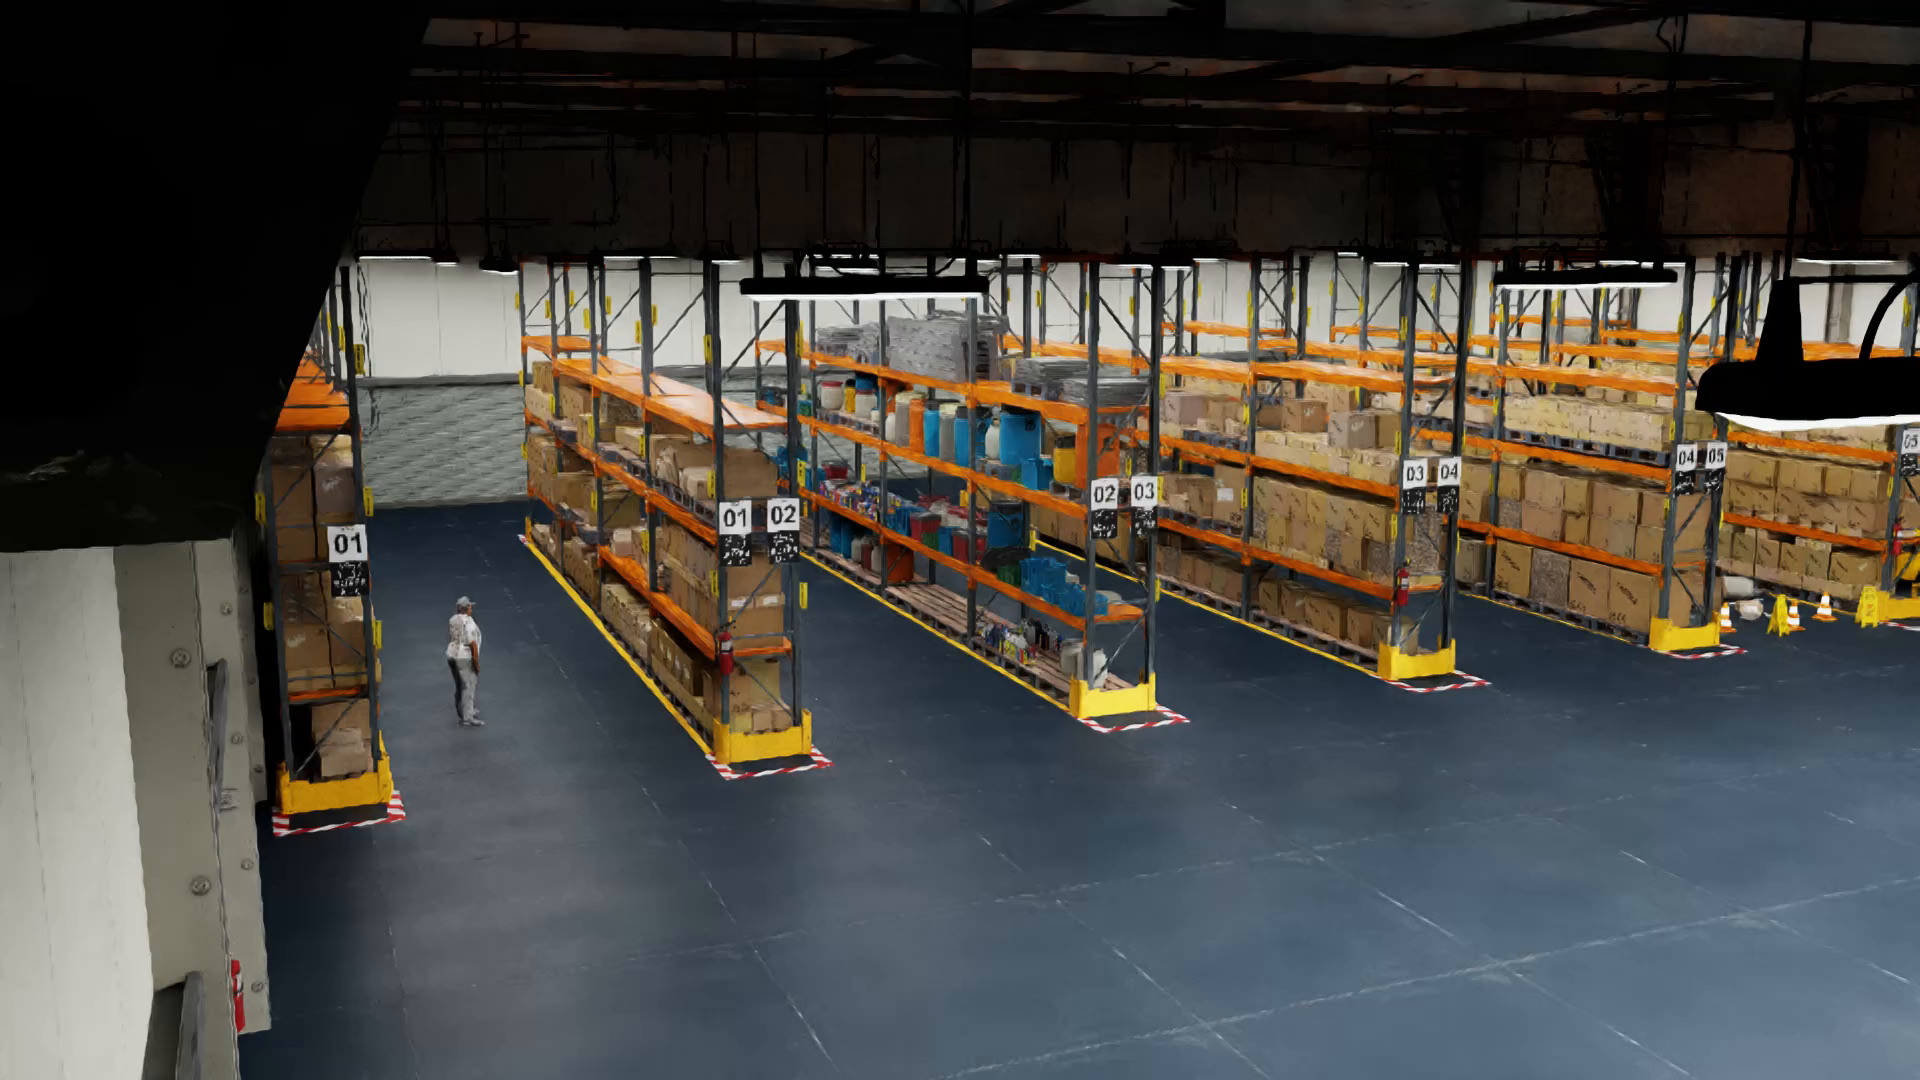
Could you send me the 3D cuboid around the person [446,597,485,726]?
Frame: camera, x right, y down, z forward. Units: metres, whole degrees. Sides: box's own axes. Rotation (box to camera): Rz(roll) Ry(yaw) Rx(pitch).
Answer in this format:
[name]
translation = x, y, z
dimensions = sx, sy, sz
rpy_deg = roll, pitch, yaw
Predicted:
[person]
translation = -6.452, 1.565, 21.801
dimensions = 0.578, 1.673, 0.454
rpy_deg = 9, 14, 40
